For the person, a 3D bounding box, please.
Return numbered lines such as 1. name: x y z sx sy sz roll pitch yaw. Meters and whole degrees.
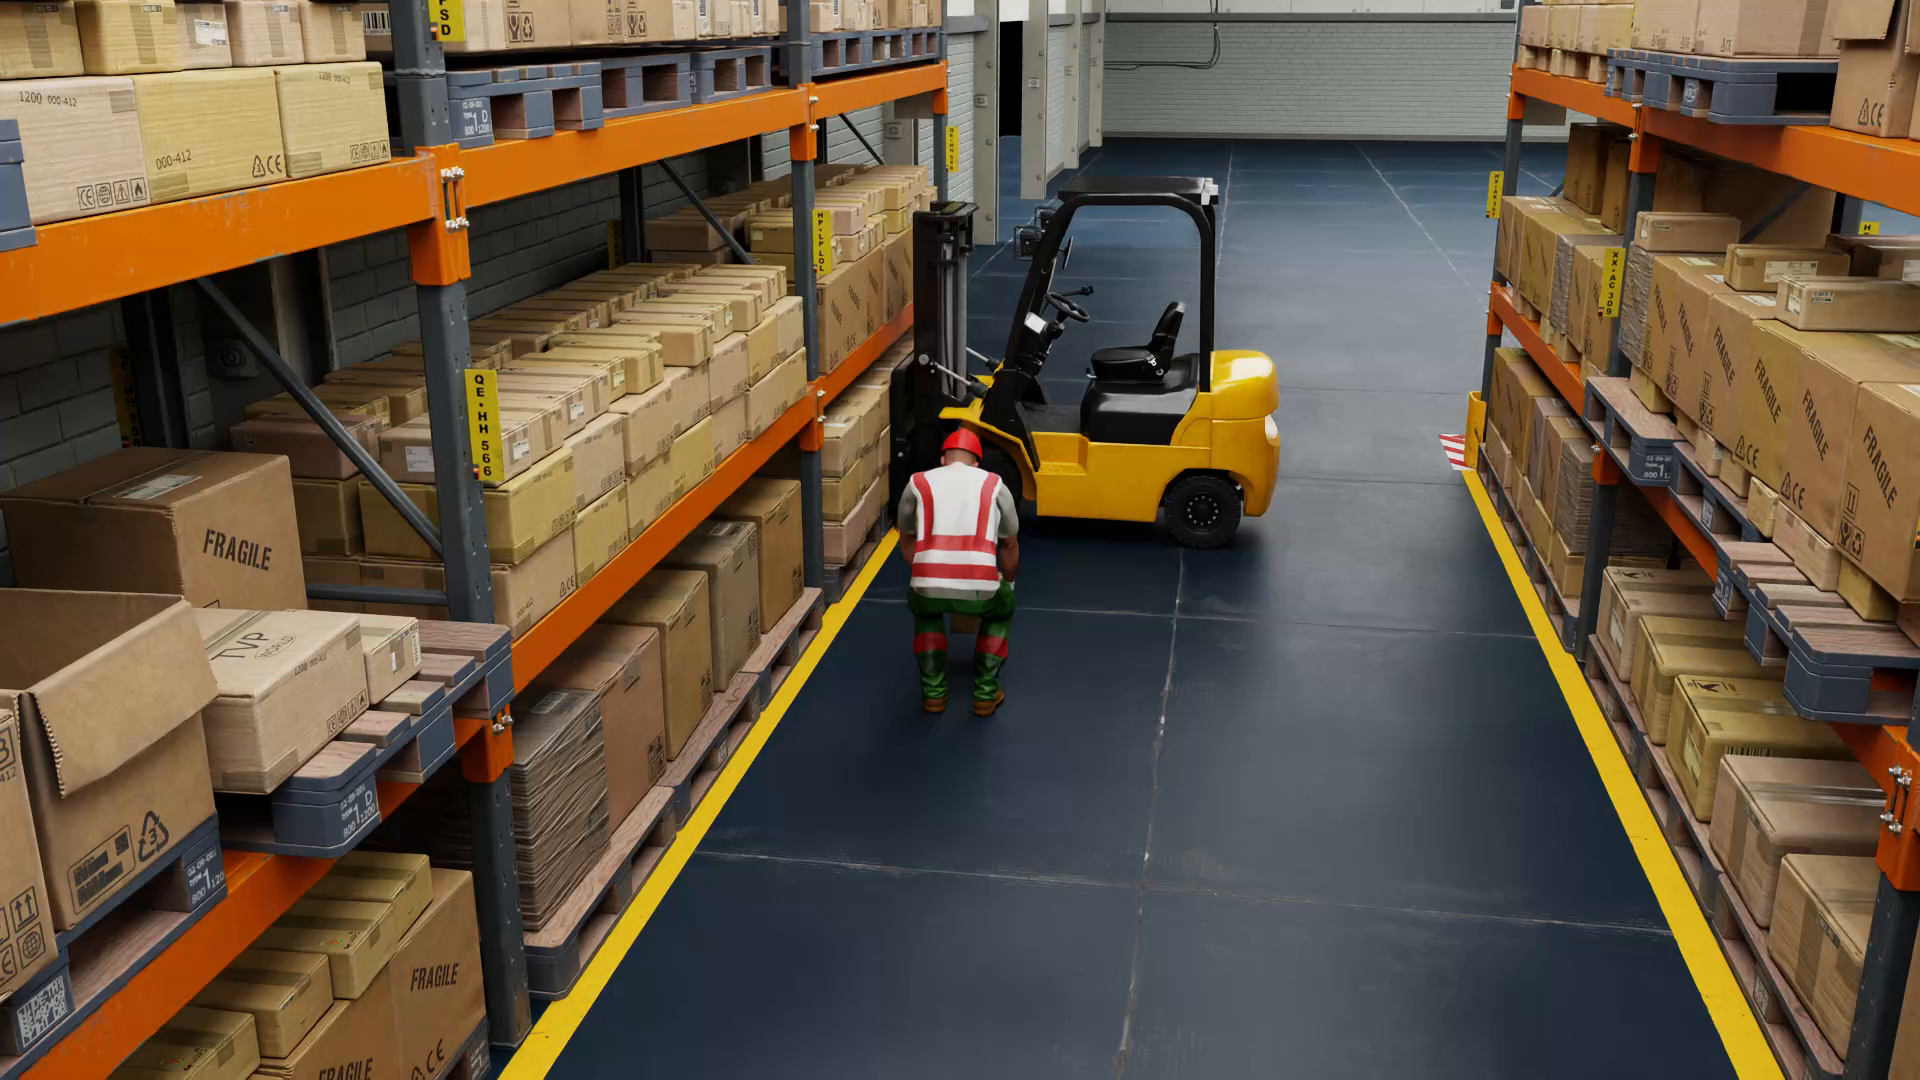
1. person: -0.027 0.159 7.875 0.586 1.267 0.825 3 18 9
